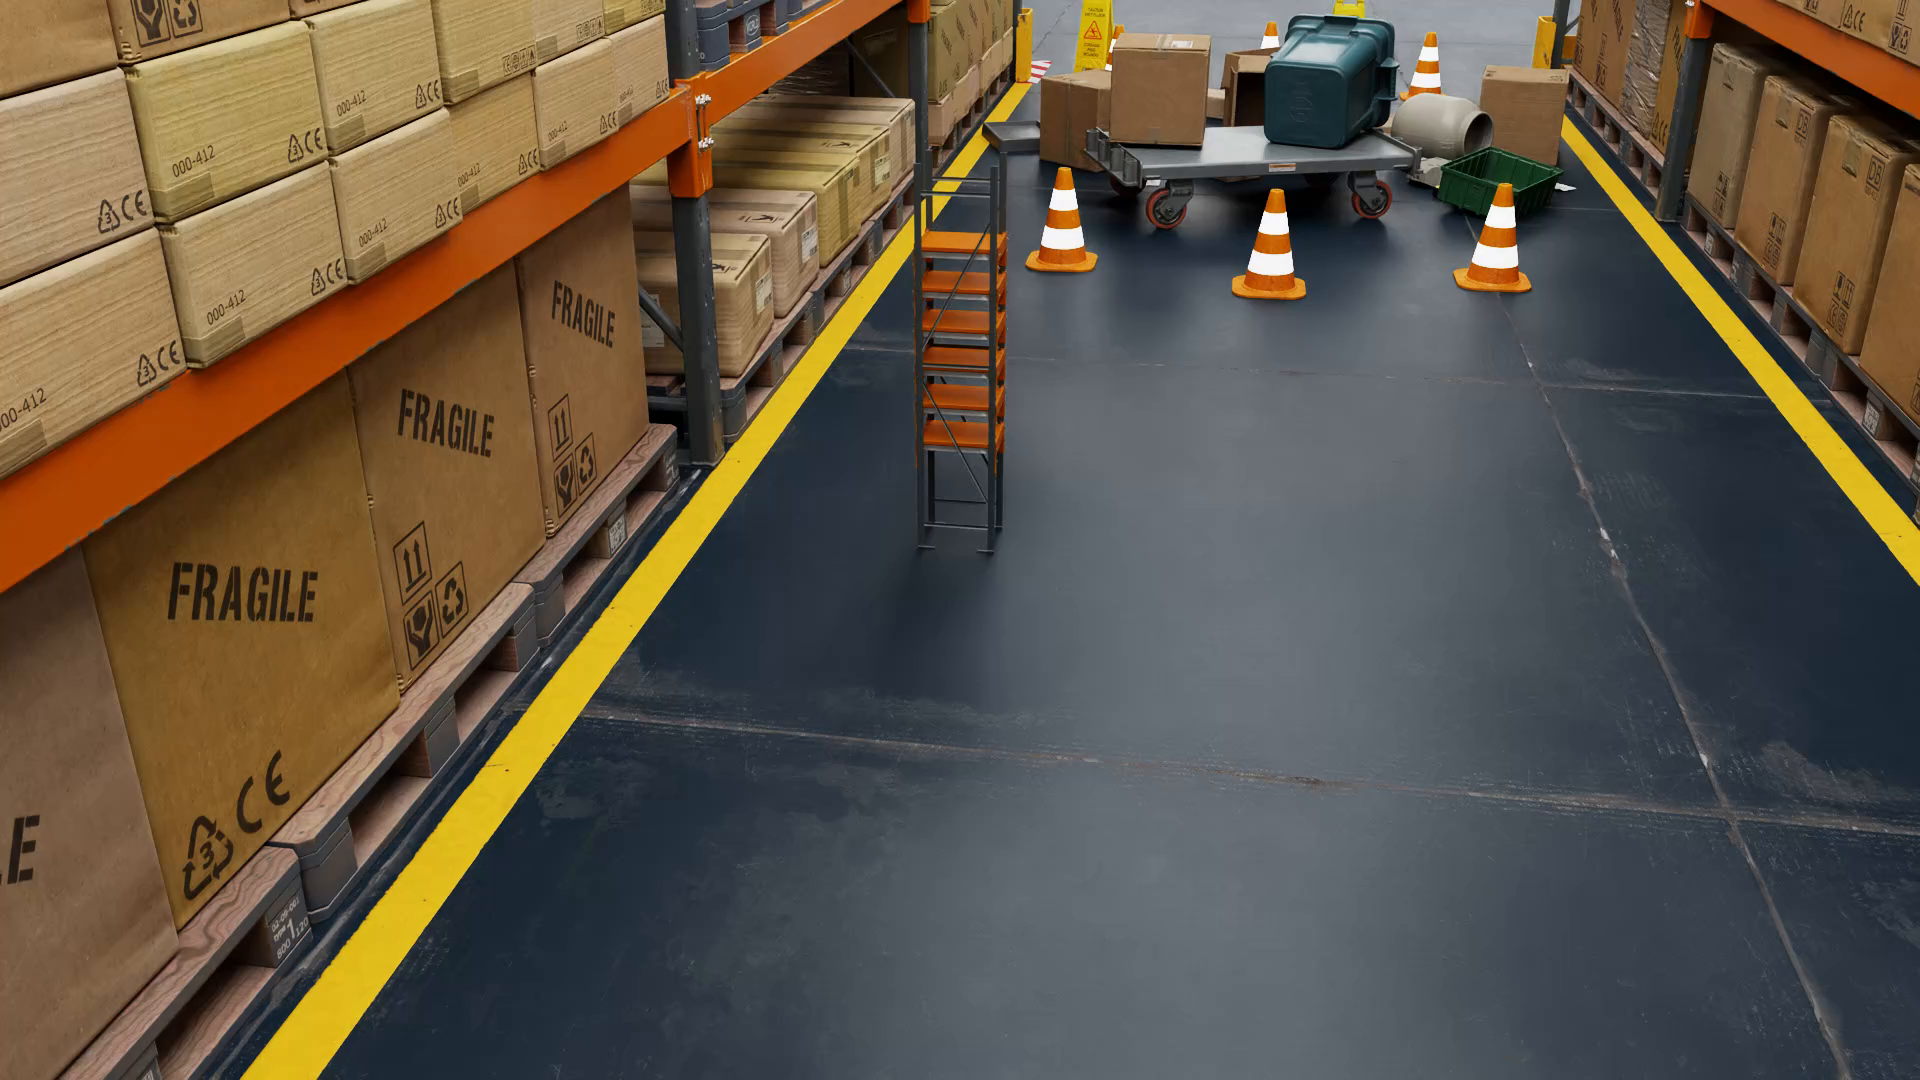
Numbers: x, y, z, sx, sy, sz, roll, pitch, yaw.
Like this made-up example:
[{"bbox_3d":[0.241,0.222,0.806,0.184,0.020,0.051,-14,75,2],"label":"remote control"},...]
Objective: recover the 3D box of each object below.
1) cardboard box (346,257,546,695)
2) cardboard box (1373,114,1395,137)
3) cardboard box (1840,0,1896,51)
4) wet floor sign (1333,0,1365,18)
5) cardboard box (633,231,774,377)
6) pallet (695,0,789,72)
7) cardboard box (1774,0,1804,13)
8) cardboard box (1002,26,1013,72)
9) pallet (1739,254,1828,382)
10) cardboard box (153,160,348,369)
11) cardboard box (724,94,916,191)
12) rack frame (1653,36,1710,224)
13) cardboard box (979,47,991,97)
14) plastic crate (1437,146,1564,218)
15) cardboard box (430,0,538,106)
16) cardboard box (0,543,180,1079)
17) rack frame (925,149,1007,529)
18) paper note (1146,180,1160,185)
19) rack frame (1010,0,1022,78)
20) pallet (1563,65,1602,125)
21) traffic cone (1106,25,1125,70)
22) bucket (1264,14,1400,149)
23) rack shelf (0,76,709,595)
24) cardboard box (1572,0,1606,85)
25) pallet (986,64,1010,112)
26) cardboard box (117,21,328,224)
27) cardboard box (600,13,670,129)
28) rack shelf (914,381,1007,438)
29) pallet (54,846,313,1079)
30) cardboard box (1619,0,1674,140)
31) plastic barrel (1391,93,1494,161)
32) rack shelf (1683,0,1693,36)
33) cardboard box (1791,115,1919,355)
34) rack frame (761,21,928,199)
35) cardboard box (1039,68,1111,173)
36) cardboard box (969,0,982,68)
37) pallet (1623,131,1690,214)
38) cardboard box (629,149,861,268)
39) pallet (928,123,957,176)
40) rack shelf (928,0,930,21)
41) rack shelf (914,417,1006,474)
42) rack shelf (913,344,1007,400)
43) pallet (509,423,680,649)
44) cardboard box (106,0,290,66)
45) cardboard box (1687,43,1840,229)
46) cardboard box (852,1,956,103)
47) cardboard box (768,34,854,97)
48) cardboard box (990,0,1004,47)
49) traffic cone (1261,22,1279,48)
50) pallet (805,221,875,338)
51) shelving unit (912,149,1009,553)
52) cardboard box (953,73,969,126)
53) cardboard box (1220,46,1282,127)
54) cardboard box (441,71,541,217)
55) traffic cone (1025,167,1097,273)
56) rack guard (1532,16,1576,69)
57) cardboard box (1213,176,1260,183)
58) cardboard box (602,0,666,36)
[{"bbox_3d":[-1.678,-0.235,4.225,0.875,0.875,0.875,4,25,9],"label":"cardboard box"},{"bbox_3d":[2.684,-2.644,10.585,0.396,0.266,0.258,8,26,18],"label":"cardboard box"},{"bbox_3d":[3.540,-2.032,5.936,0.500,0.500,0.500,4,25,8],"label":"cardboard box"},{"bbox_3d":[2.925,-3.791,12.589,0.267,0.644,0.232,0,25,-1],"label":"wet floor sign"},{"bbox_3d":[-1.231,-0.899,6.236,0.950,0.372,0.625,2,25,5],"label":"cardboard box"},{"bbox_3d":[-1.322,-1.882,5.958,1.213,0.211,1.003,4,25,9],"label":"pallet"},{"bbox_3d":[3.703,-2.459,6.848,0.500,0.500,0.500,4,25,8],"label":"cardboard box"},{"bbox_3d":[0.104,-3.587,12.123,0.500,0.250,0.500,4,25,8],"label":"cardboard box"},{"bbox_3d":[3.972,-0.933,6.994,1.003,0.211,1.213,4,25,9],"label":"pallet"},{"bbox_3d":[-1.472,-0.518,2.995,0.500,0.250,0.500,4,25,8],"label":"cardboard box"},{"bbox_3d":[-0.763,-2.117,8.838,0.950,0.372,0.625,4,25,9],"label":"cardboard box"},{"bbox_3d":[4.220,-3.035,8.196,1.000,3.000,0.127,4,25,9],"label":"rack frame"},{"bbox_3d":[-0.065,-3.162,11.215,0.500,0.250,0.500,3,25,7],"label":"cardboard box"},{"bbox_3d":[2.956,-1.951,9.130,0.450,0.188,0.662,29,36,30],"label":"plastic crate"},{"bbox_3d":[-1.305,-1.171,3.801,0.500,0.250,0.500,3,25,7],"label":"cardboard box"},{"bbox_3d":[-1.965,0.517,2.618,0.875,0.875,0.875,5,26,10],"label":"cardboard box"},{"bbox_3d":[0.017,-0.588,5.090,0.240,1.200,0.006,4,25,9],"label":"rack frame"},{"bbox_3d":[1.090,-2.095,9.689,0.148,0.019,0.142,4,25,9],"label":"paper note"},{"bbox_3d":[-0.026,-5.009,12.413,1.000,3.000,0.127,4,25,9],"label":"rack frame"},{"bbox_3d":[4.821,-3.105,11.636,1.003,0.211,1.213,4,25,9],"label":"pallet"},{"bbox_3d":[1.177,-3.591,12.376,0.336,0.463,0.334,4,25,9],"label":"traffic cone"},{"bbox_3d":[1.968,-2.458,9.031,0.726,0.611,0.620,13,38,26],"label":"bucket"},{"bbox_3d":[-1.660,-0.501,3.630,1.077,0.370,4.000,4,25,9],"label":"rack shelf"},{"bbox_3d":[4.828,-3.648,11.516,0.875,0.875,0.875,4,25,9],"label":"cardboard box"},{"bbox_3d":[-0.206,-3.377,12.216,1.003,0.211,1.213,4,25,9],"label":"pallet"},{"bbox_3d":[-1.471,-0.742,2.885,0.500,0.250,0.500,4,25,9],"label":"cardboard box"},{"bbox_3d":[-1.160,-1.366,4.806,0.500,0.250,0.500,3,25,7],"label":"cardboard box"},{"bbox_3d":[0.002,-0.401,5.078,0.258,0.103,0.180,4,25,9],"label":"rack shelf"},{"bbox_3d":[-1.935,0.945,2.982,1.003,0.211,1.213,4,25,9],"label":"pallet"},{"bbox_3d":[4.536,-2.899,9.915,0.875,0.875,0.875,4,25,9],"label":"cardboard box"},{"bbox_3d":[2.892,-2.449,9.983,0.421,0.421,0.512,-20,32,-36],"label":"plastic barrel"},{"bbox_3d":[4.547,-3.546,10.136,1.077,0.370,4.000,4,25,9],"label":"rack shelf"},{"bbox_3d":[3.895,-1.148,6.323,1.050,0.750,0.750,4,25,9],"label":"cardboard box"},{"bbox_3d":[-0.680,-3.336,8.839,1.000,3.000,0.127,4,25,9],"label":"rack frame"},{"bbox_3d":[0.838,-2.559,10.124,0.500,0.500,0.500,-20,32,-36],"label":"cardboard box"},{"bbox_3d":[-0.155,-3.290,10.604,0.500,0.500,0.500,5,26,11],"label":"cardboard box"},{"bbox_3d":[4.422,-2.085,9.455,1.003,0.211,1.213,4,25,9],"label":"pallet"},{"bbox_3d":[-0.989,-1.525,7.573,0.950,0.372,0.625,5,26,10],"label":"cardboard box"},{"bbox_3d":[-0.605,-2.356,10.035,1.003,0.211,1.213,4,25,9],"label":"pallet"},{"bbox_3d":[-0.353,-3.847,10.778,1.077,0.370,4.000,4,25,9],"label":"rack shelf"},{"bbox_3d":[0.002,-0.292,5.129,0.258,0.103,0.180,4,25,9],"label":"rack shelf"},{"bbox_3d":[0.002,-0.509,5.027,0.258,0.103,0.180,4,25,9],"label":"rack shelf"},{"bbox_3d":[-1.537,-0.076,5.163,1.003,0.211,1.213,4,25,9],"label":"pallet"},{"bbox_3d":[-1.491,-1.077,2.715,0.500,0.500,0.500,3,25,7],"label":"cardboard box"},{"bbox_3d":[4.208,-1.941,8.016,1.050,0.750,0.750,4,25,8],"label":"cardboard box"},{"bbox_3d":[-0.317,-2.849,9.661,0.500,0.500,0.500,5,26,11],"label":"cardboard box"},{"bbox_3d":[-0.848,-2.887,9.742,0.500,0.500,0.500,4,25,8],"label":"cardboard box"},{"bbox_3d":[0.019,-3.722,11.527,0.500,0.500,0.500,5,26,10],"label":"cardboard box"},{"bbox_3d":[2.327,-3.656,12.515,0.336,0.463,0.334,4,25,9],"label":"traffic cone"},{"bbox_3d":[-1.002,-1.236,7.641,1.003,0.211,1.213,4,25,9],"label":"pallet"},{"bbox_3d":[0.002,-0.549,5.009,0.258,1.200,0.189,4,25,9],"label":"shelving unit"},{"bbox_3d":[-0.241,-2.733,10.299,0.500,0.250,0.500,5,26,11],"label":"cardboard box"},{"bbox_3d":[2.185,-2.968,10.998,0.797,0.503,0.637,-14,29,-27],"label":"cardboard box"},{"bbox_3d":[-1.326,-0.941,3.900,0.500,0.250,0.500,4,25,8],"label":"cardboard box"},{"bbox_3d":[0.499,-1.571,8.061,0.336,0.463,0.334,4,25,9],"label":"traffic cone"},{"bbox_3d":[4.878,-3.586,12.322,1.175,0.500,0.348,4,25,9],"label":"rack guard"},{"bbox_3d":[1.571,-2.290,9.829,0.258,0.266,0.396,-14,29,-27],"label":"cardboard box"},{"bbox_3d":[-1.162,-1.601,4.720,0.500,0.250,0.500,4,25,8],"label":"cardboard box"}]
